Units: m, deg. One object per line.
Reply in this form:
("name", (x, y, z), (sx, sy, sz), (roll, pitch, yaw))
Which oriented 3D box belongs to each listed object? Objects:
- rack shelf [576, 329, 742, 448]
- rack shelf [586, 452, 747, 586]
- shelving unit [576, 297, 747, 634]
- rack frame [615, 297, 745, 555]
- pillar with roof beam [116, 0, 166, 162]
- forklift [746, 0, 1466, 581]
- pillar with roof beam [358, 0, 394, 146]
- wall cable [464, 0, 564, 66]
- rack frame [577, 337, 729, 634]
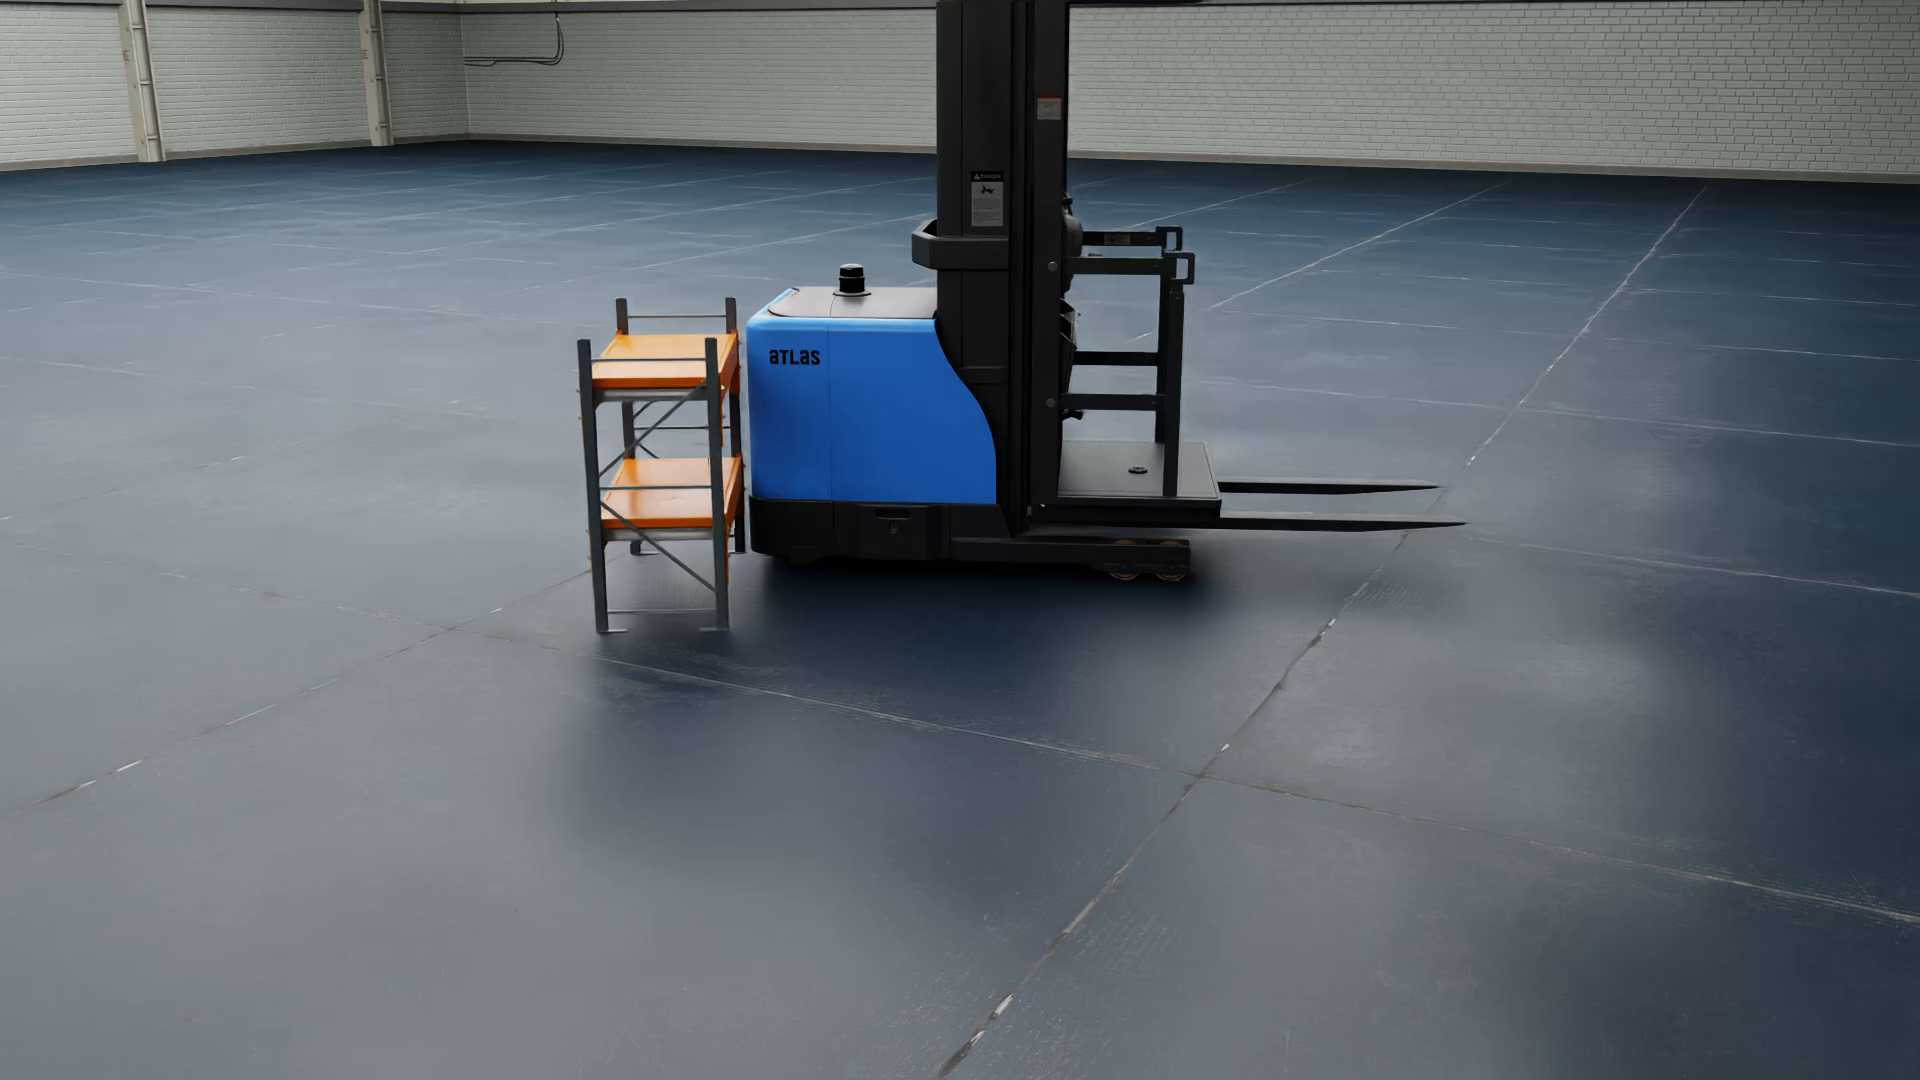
("rack shelf", (-1.167, -0.617, 6.599), (0.538, 0.278, 1.000), (-1, 17, -3))
("rack shelf", (-1.167, -0.102, 6.752), (0.538, 0.278, 1.000), (-1, 17, -3))
("shelving unit", (-1.167, -0.337, 6.682), (0.538, 1.125, 1.048), (-1, 17, -3))
("rack frame", (-1.198, -0.481, 7.169), (0.500, 1.125, 0.032), (-1, 17, -3))
("pillar with roof beam", (-11.807, -11.102, 29.097), (9.100, 9.000, 0.400), (8, 18, 25))
("forklift", (0.643, -1.390, 7.058), (3.031, 2.935, 1.130), (1, 17, 4))
("pillar with roof beam", (-9.126, -12.630, 34.243), (9.100, 9.000, 0.400), (8, 18, 25))
("wall cable", (-10.478, -12.271, 38.489), (3.097, 2.526, 0.112), (8, 18, 25))
("rack frame", (-1.136, -0.192, 6.196), (0.500, 1.125, 0.032), (-1, 17, -3))
